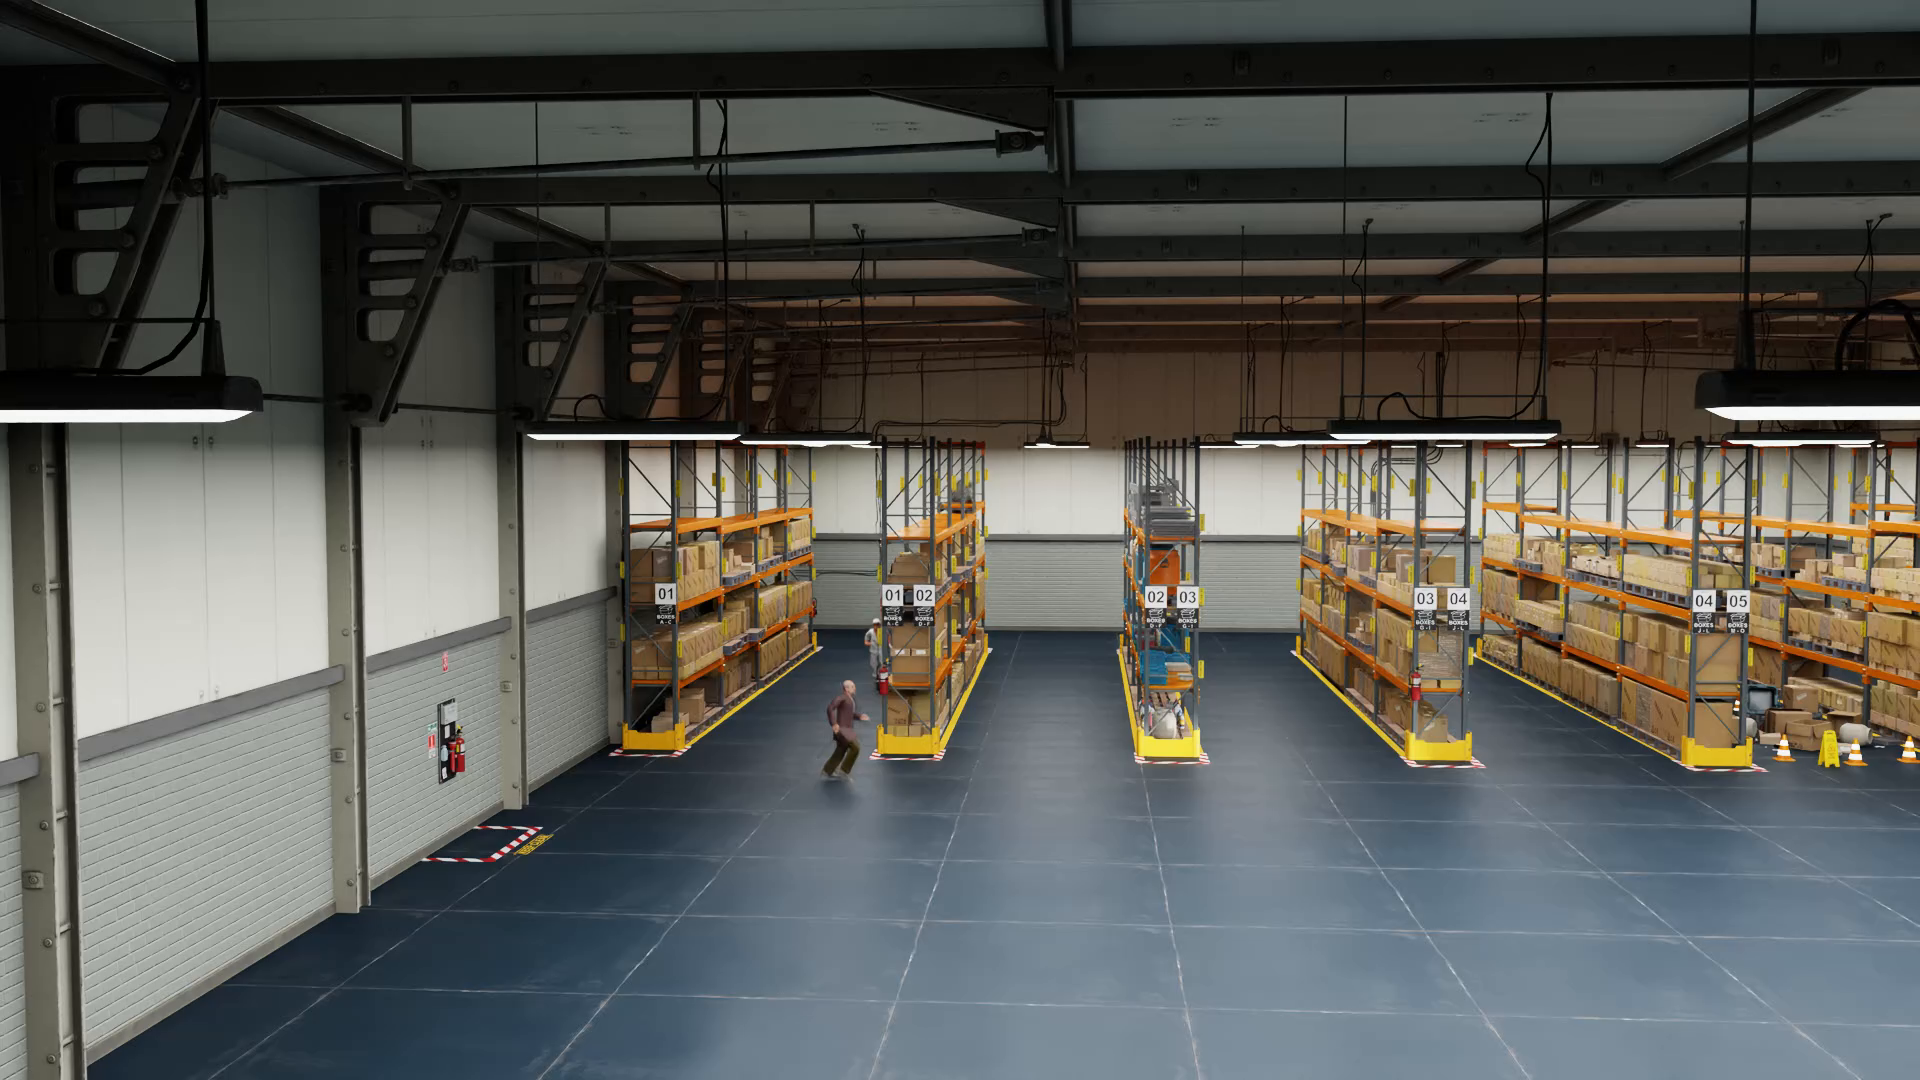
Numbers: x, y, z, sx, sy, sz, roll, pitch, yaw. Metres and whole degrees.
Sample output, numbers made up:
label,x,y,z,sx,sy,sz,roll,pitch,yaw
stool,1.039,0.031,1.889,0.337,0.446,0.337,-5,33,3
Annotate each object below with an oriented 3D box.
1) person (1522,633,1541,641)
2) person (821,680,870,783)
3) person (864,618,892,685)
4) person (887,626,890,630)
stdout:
label,x,y,z,sx,sy,sz,roll,pitch,yaw
person,16.091,2.411,47.093,0.622,1.588,0.674,-2,4,-38
person,-2.004,3.320,28.755,0.880,1.797,0.651,1,3,14
person,-1.960,2.721,40.119,0.693,1.703,0.948,0,3,-3
person,-2.058,2.245,48.926,0.886,1.792,0.644,1,3,10
